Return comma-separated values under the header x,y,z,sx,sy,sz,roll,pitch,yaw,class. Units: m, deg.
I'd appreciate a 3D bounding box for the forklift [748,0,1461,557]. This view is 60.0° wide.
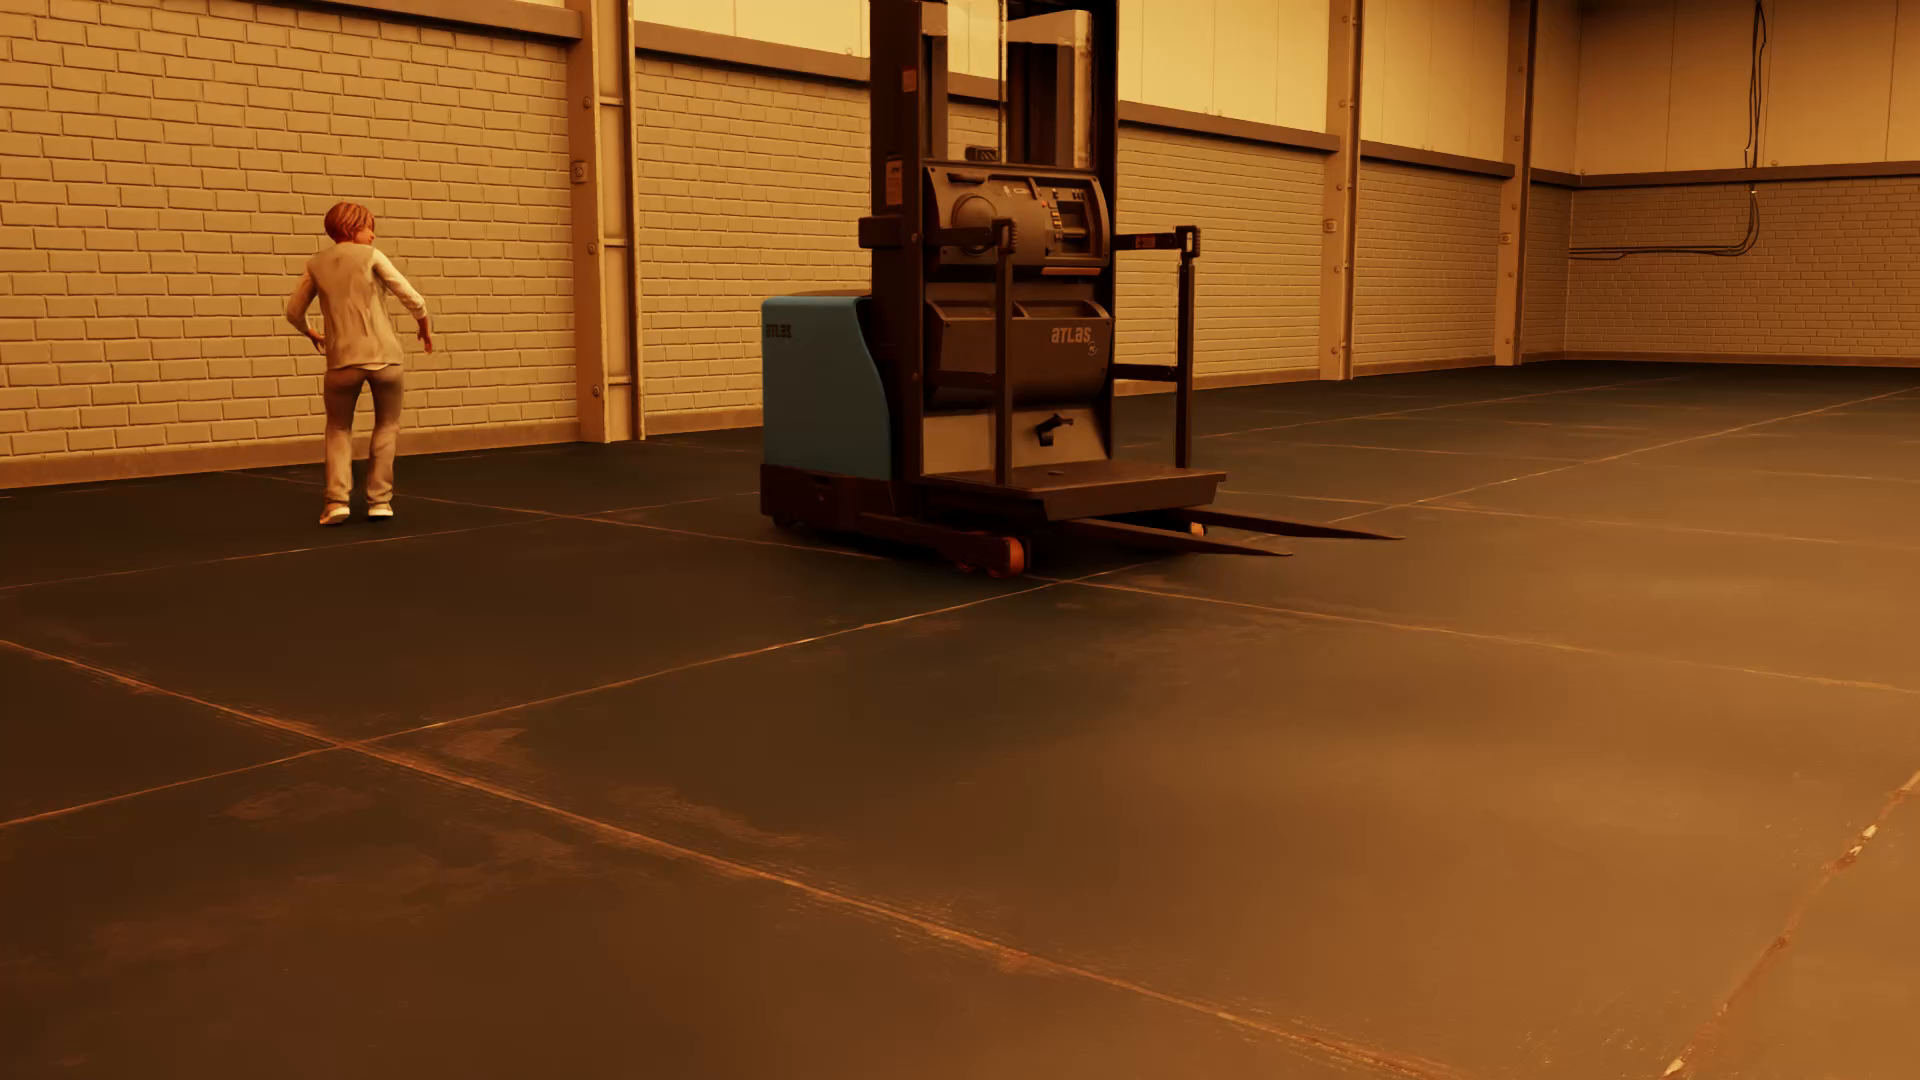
x,y,z,sx,sy,sz,roll,pitch,yaw,class
0.621,-1.455,7.224,3.031,2.935,1.130,0,8,-1,forklift

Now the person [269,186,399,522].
x,y,z,sx,sy,sz,roll,pitch,yaw,class
-2.959,-0.880,7.947,0.595,1.590,0.430,0,8,3,person
